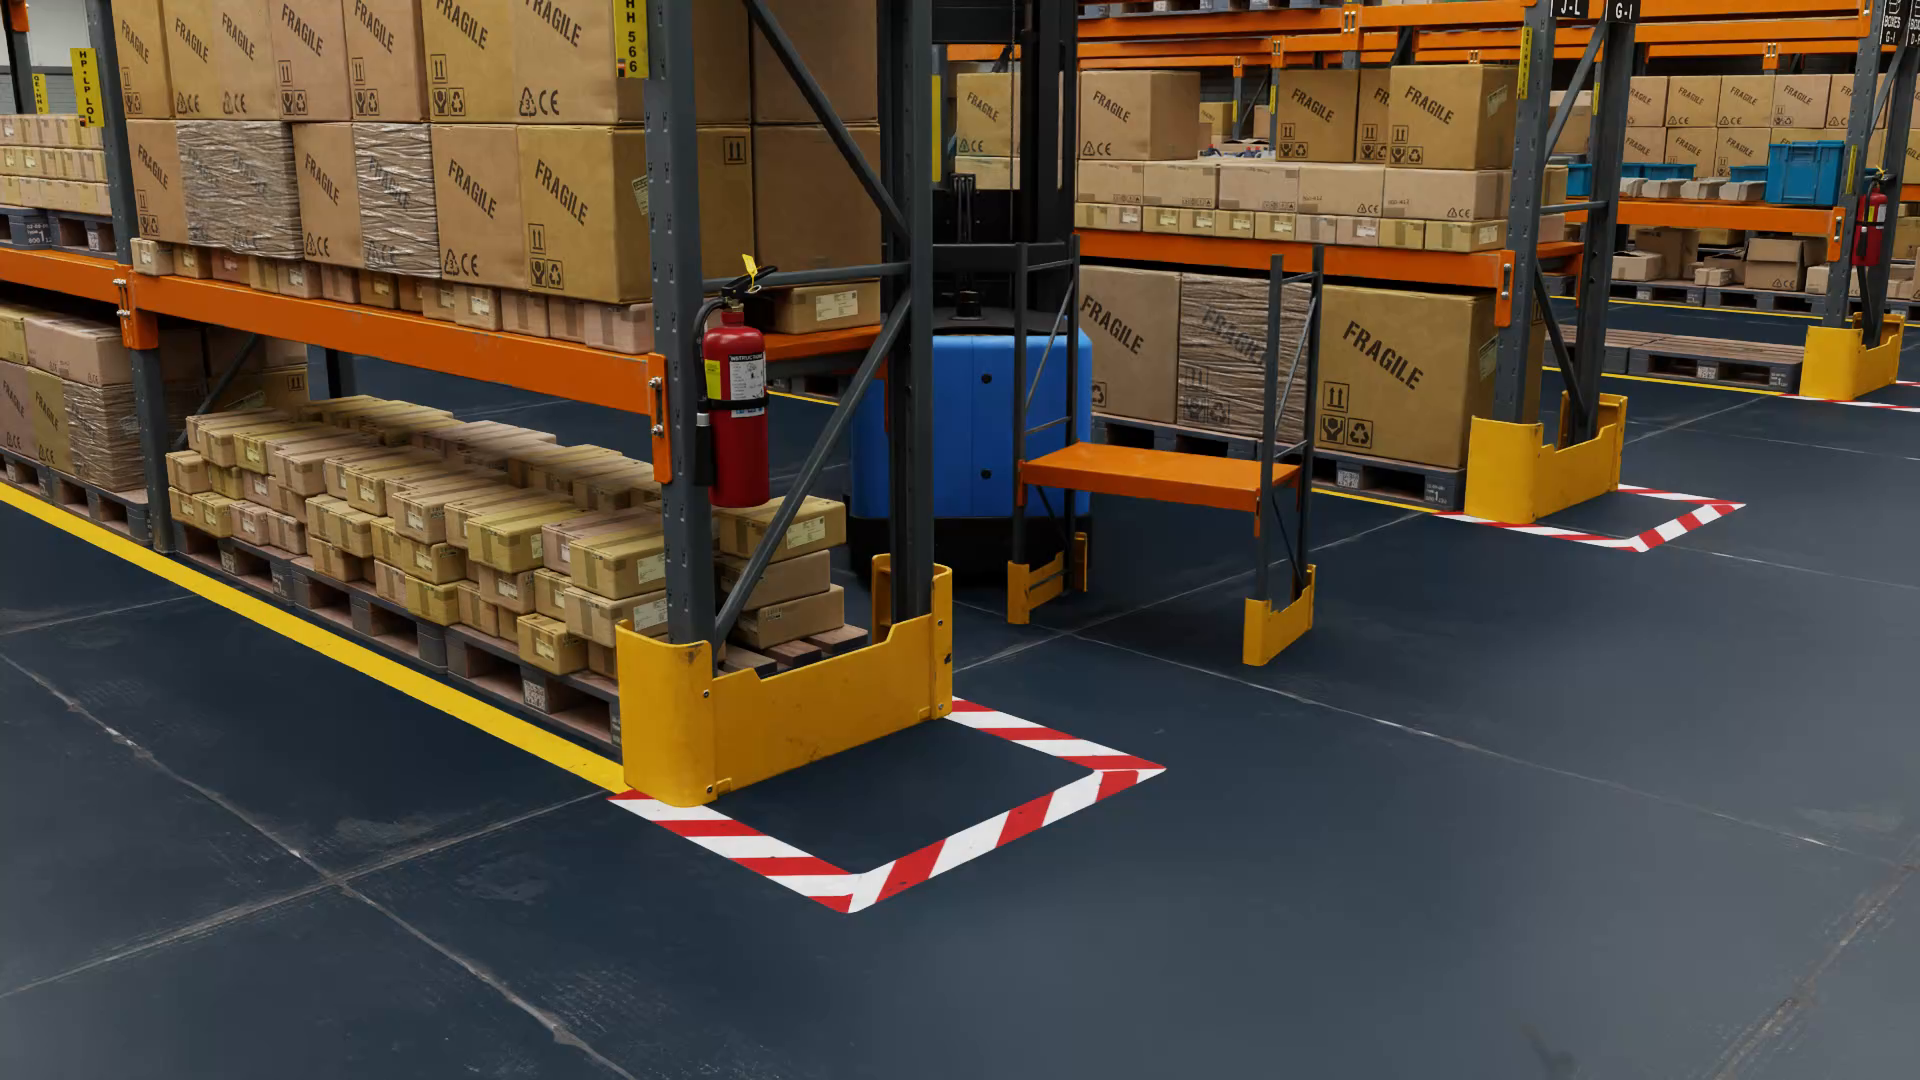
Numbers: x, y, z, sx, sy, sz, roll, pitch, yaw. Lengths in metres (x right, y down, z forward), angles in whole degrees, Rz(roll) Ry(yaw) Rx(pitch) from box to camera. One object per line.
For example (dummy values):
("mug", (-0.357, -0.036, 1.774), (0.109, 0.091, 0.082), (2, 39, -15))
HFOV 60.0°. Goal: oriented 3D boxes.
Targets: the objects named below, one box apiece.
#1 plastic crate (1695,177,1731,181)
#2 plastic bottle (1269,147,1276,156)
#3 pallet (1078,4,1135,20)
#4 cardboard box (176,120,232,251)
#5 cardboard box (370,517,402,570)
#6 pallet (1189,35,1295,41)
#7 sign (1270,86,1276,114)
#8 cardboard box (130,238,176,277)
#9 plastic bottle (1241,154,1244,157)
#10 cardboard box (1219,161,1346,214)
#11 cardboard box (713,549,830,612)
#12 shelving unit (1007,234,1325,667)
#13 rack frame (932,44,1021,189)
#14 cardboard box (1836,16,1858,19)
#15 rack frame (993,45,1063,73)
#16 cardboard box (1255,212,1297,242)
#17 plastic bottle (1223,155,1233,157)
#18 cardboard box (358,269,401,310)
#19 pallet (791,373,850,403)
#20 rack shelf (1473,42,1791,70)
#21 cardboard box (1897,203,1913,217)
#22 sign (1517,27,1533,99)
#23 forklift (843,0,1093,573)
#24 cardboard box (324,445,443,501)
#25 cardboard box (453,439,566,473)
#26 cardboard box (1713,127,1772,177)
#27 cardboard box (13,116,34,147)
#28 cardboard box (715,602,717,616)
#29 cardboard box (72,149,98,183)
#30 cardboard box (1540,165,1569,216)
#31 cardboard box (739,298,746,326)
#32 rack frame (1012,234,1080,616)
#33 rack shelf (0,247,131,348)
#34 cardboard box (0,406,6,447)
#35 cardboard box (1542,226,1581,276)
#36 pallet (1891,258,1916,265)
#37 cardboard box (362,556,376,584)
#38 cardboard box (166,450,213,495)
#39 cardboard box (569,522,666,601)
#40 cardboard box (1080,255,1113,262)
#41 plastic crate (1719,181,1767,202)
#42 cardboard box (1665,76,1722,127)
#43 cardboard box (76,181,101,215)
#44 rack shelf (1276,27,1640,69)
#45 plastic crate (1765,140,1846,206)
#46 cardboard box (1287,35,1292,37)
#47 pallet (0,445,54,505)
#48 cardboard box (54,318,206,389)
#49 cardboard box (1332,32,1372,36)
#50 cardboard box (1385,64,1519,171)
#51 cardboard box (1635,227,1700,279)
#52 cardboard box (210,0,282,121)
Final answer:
("plastic crate", (5.868, -2.754, 12.956), (0.298, 0.136, 0.250), (14, 20, 42))
("plastic bottle", (2.811, -3.363, 14.989), (0.185, 0.351, 0.144), (14, 20, 42))
("pallet", (1.203, -5.168, 16.243), (1.213, 0.211, 1.003), (14, 20, 42))
("cardboard box", (-2.811, -1.452, 6.769), (0.500, 0.500, 0.500), (14, 20, 42))
("cardboard box", (-1.981, -0.013, 6.265), (0.380, 0.149, 0.250), (-13, 20, -41))
("pallet", (3.610, -6.321, 20.667), (1.213, 0.211, 1.003), (-13, 20, -42))
("sign", (3.778, -5.317, 20.093), (0.005, 0.325, 0.100), (14, 20, 42))
("cardboard box", (-3.377, -1.247, 7.268), (0.380, 0.149, 0.250), (-14, 20, -42))
("plastic bottle", (2.697, -3.552, 15.862), (0.135, 0.276, 0.152), (14, 20, 42))
("cardboard box", (1.777, -1.946, 9.160), (0.500, 0.250, 0.500), (13, 19, 40))
("cardboard box", (-0.673, 0.116, 5.768), (0.380, 0.149, 0.250), (-14, 20, -42))
("shelving unit", (0.794, -0.389, 6.450), (1.083, 1.500, 0.587), (8, 17, 29))
("rack frame", (0.162, -2.360, 11.042), (0.127, 3.000, 1.000), (14, 20, 42))
("cardboard box", (8.646, -5.054, 15.726), (0.500, 0.250, 0.500), (14, 20, 42))
("rack frame", (0.720, -3.960, 17.179), (0.127, 3.000, 1.000), (14, 20, 42))
("cardboard box", (1.820, -1.720, 9.082), (0.250, 0.149, 0.380), (13, 20, 41))
("plastic bottle", (2.465, -3.362, 15.132), (0.135, 0.276, 0.152), (14, 20, 42))
("cardboard box", (-1.974, -0.947, 6.115), (0.250, 0.149, 0.380), (14, 20, 43))
("pallet", (-0.446, -1.132, 11.860), (1.213, 0.211, 1.003), (14, 20, 42))
("rack shelf", (9.036, -6.511, 22.450), (4.000, 0.370, 1.077), (14, 20, 42))
("cardboard box", (11.439, -4.031, 20.293), (0.250, 0.149, 0.380), (13, 19, 41))
("sign", (2.654, -2.239, 7.811), (0.005, 0.325, 0.100), (14, 20, 42))
("forklift", (-0.005, -1.593, 8.231), (1.130, 2.935, 3.031), (-1, 15, -2))
("cardboard box", (-2.293, -0.264, 6.636), (0.250, 0.149, 0.380), (13, 19, 40))
("cardboard box", (-1.824, -0.296, 6.761), (0.250, 0.149, 0.380), (14, 20, 42))
("cardboard box", (7.947, -3.891, 16.717), (0.500, 0.500, 0.500), (14, 20, 42))
("cardboard box", (-4.521, -2.064, 8.391), (0.250, 0.149, 0.380), (13, 19, 40))
("cardboard box", (-0.875, 0.218, 5.968), (0.250, 0.149, 0.380), (14, 20, 42))
("cardboard box", (-3.968, -1.783, 7.902), (0.250, 0.149, 0.380), (14, 20, 43))
("cardboard box", (2.883, -1.865, 8.847), (0.500, 0.250, 0.500), (13, 19, 41))
("cardboard box", (-0.692, -0.810, 5.588), (0.380, 0.149, 0.250), (-14, 20, -42))
("rack frame", (0.347, -0.455, 6.702), (0.032, 1.500, 0.500), (8, 17, 29))
("rack shelf", (-4.794, -1.480, 9.089), (4.000, 0.370, 1.077), (14, 20, 42))
("cardboard box", (-5.164, -0.825, 9.274), (0.500, 0.500, 0.500), (13, 19, 41))
("cardboard box", (6.486, -3.196, 18.332), (0.500, 0.500, 0.500), (14, 20, 42))
("pallet", (11.851, -3.347, 20.361), (1.213, 0.211, 1.003), (14, 20, 42))
("cardboard box", (-2.110, 0.072, 6.527), (0.380, 0.149, 0.250), (-14, 20, -43))
("cardboard box", (-3.315, -0.324, 7.458), (0.380, 0.149, 0.250), (-13, 20, -42))
("cardboard box", (-1.031, 0.064, 5.379), (0.250, 0.149, 0.380), (14, 20, 43))
("cardboard box", (0.581, -1.405, 10.758), (0.875, 0.875, 0.875), (14, 20, 42))
("plastic crate", (5.766, -2.571, 12.253), (0.243, 0.136, 0.396), (14, 20, 42))
("cardboard box", (7.556, -4.466, 16.943), (0.500, 0.500, 0.500), (13, 19, 40))
("cardboard box", (-3.965, -1.638, 7.937), (0.250, 0.149, 0.380), (14, 20, 43))
("rack shelf", (5.600, -5.611, 18.997), (4.000, 0.370, 1.077), (14, 20, 42))
("plastic crate", (6.108, -2.630, 11.889), (0.499, 0.435, 0.616), (14, 20, 42))
("cardboard box", (5.055, -8.051, 25.901), (0.500, 0.500, 0.500), (-11, 18, -36))
("pallet", (-4.798, -0.478, 9.348), (1.213, 0.211, 1.003), (14, 20, 42))
("cardboard box", (-4.066, -0.919, 8.147), (0.500, 0.250, 0.500), (13, 19, 41))
("cardboard box", (4.865, -6.198, 19.624), (0.500, 0.500, 0.910), (14, 20, 42))
("cardboard box", (2.508, -2.132, 8.387), (0.500, 0.500, 0.500), (14, 20, 43))
("cardboard box", (7.647, -3.113, 18.015), (0.500, 0.500, 0.500), (14, 20, 42))
("cardboard box", (-2.473, -1.849, 6.308), (0.500, 0.500, 0.500), (14, 20, 43))
